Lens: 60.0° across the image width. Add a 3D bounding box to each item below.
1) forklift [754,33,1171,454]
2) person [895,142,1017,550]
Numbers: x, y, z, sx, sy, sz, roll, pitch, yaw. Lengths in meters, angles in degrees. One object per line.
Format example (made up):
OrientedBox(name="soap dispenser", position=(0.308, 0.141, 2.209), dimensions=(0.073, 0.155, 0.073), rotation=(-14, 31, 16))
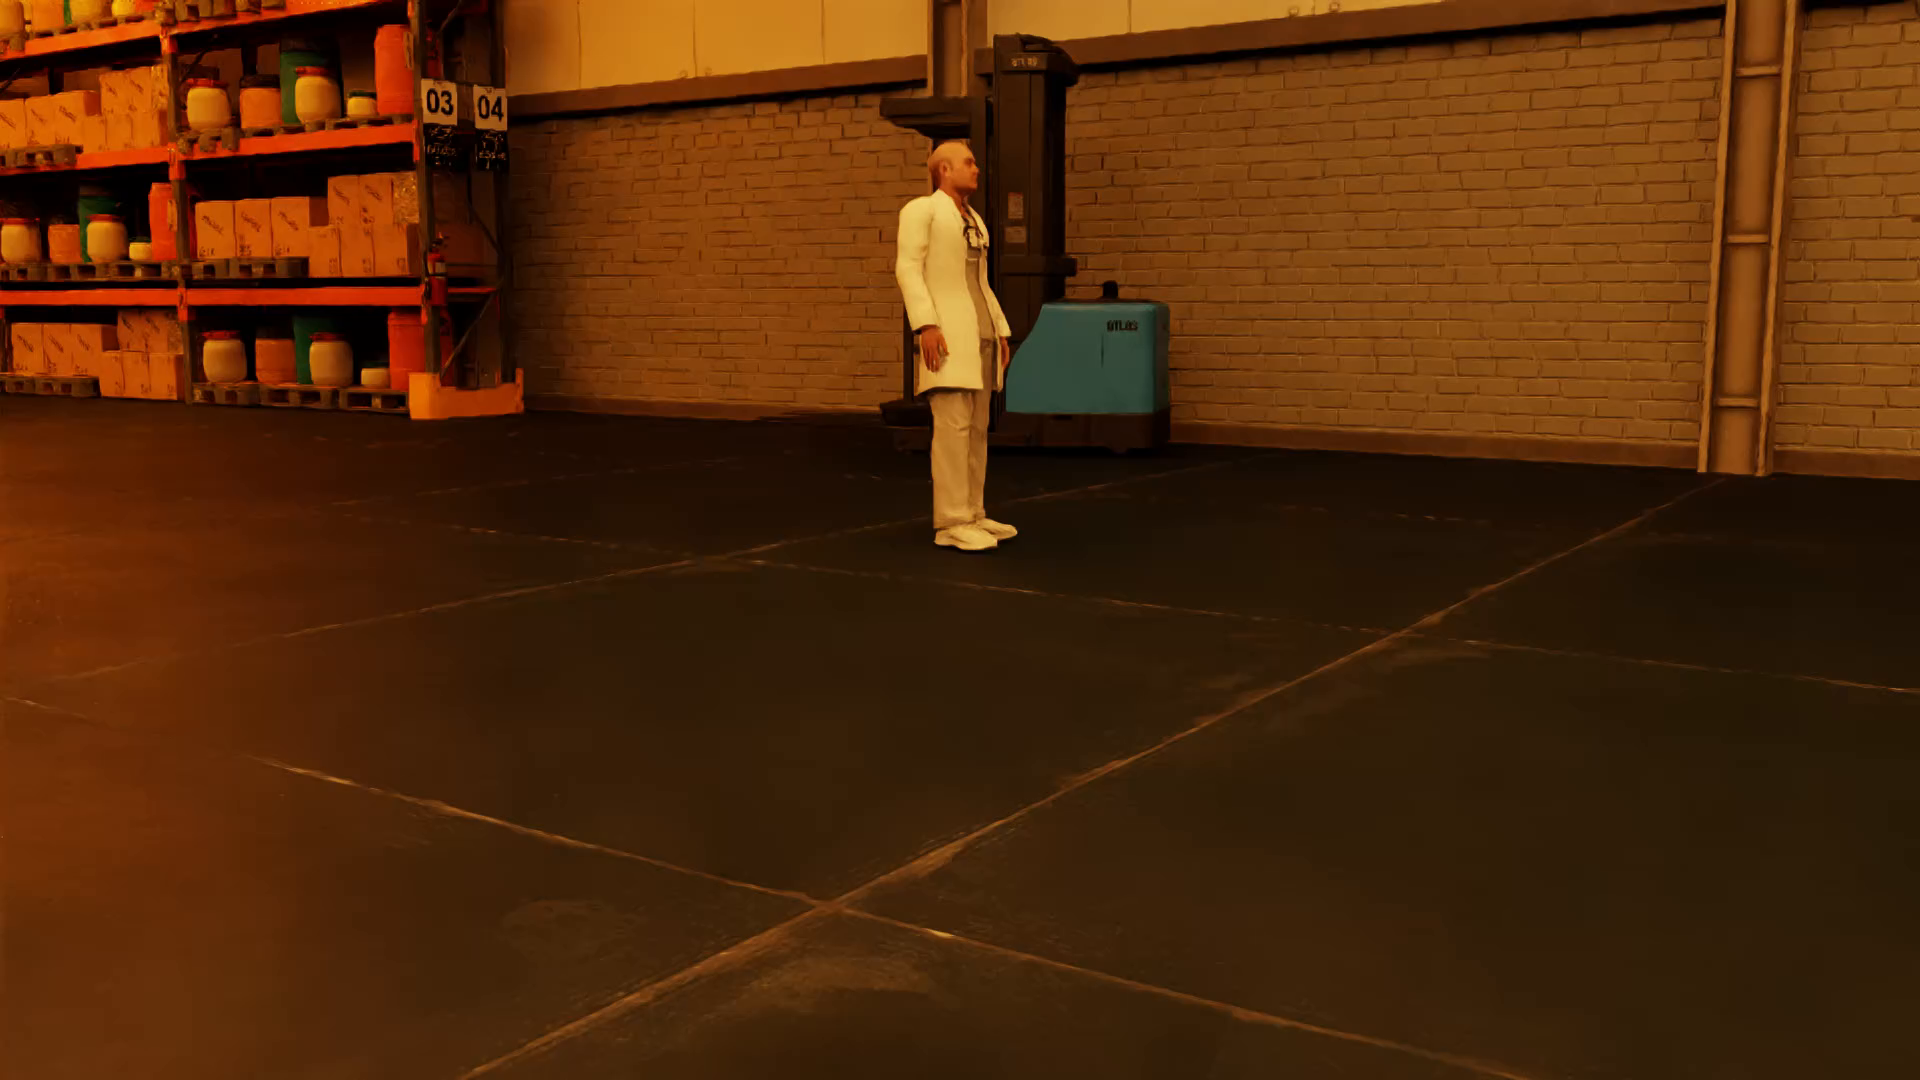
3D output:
OrientedBox(name="forklift", position=(0.005, -2.141, 12.248), dimensions=(3.031, 2.935, 1.130), rotation=(2, 8, 14))
OrientedBox(name="person", position=(0.073, -0.879, 7.423), dimensions=(0.579, 1.776, 0.694), rotation=(5, 10, 34))
